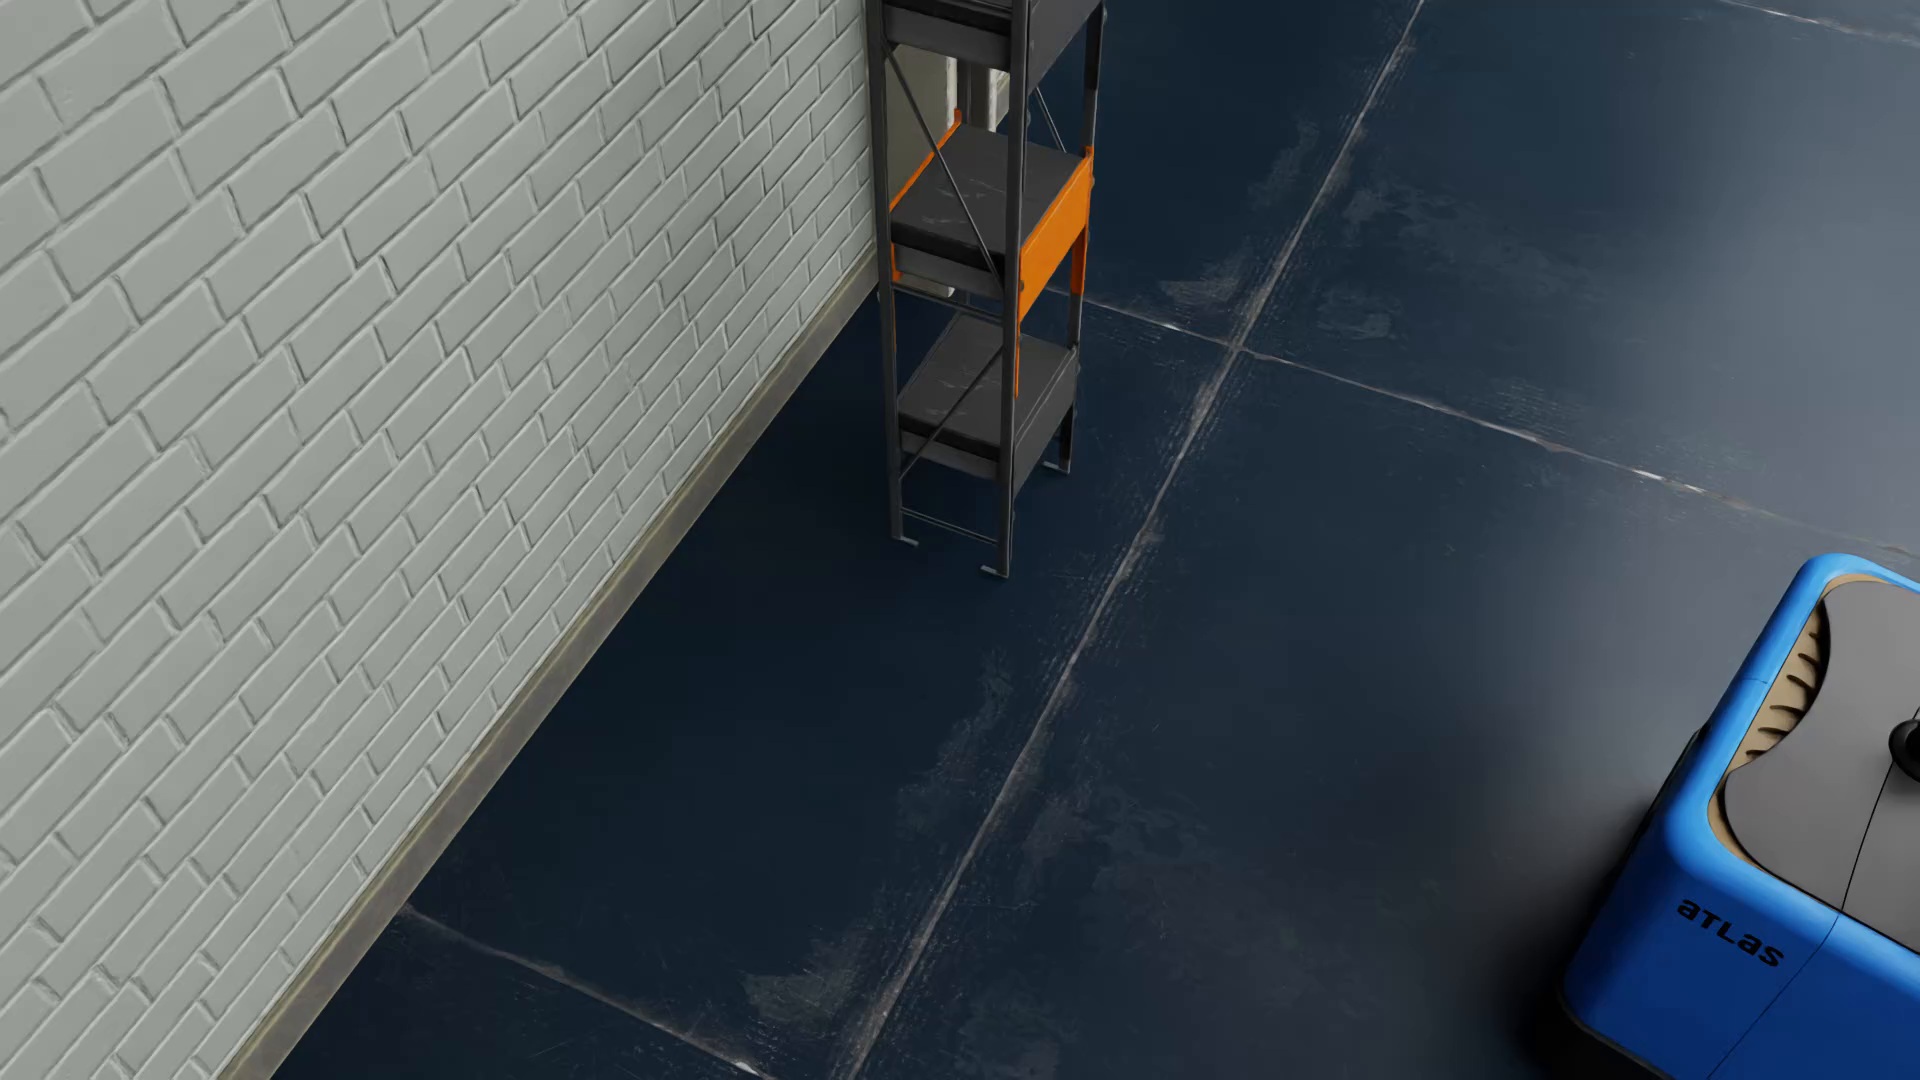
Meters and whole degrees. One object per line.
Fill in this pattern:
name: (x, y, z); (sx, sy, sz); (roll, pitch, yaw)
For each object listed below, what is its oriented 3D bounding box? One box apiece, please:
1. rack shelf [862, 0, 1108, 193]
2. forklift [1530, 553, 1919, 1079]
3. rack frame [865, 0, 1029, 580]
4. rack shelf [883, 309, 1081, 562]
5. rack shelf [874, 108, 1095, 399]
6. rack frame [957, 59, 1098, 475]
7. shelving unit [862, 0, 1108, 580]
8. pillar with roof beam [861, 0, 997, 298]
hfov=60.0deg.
rack shelf: (0.071, -1.239, 4.025); (0.431, 0.518, 0.480); (20, 52, 16)
forklift: (2.891, 0.723, 2.710); (3.031, 2.935, 1.130); (30, 56, 23)
rack frame: (-0.034, -0.626, 4.404); (0.400, 2.100, 0.015); (20, 52, 16)
rack shelf: (0.071, -0.332, 5.091); (0.431, 0.518, 0.480); (20, 52, 16)
rack shelf: (0.071, -0.786, 4.558); (0.431, 0.518, 0.480); (20, 52, 16)
rack frame: (0.175, -0.962, 4.690); (0.400, 2.100, 0.015); (20, 52, 16)
shelving unit: (0.071, -0.794, 4.547); (0.431, 2.100, 0.503); (20, 52, 16)
pillar with roof beam: (3.797, -2.574, 1.532); (9.100, 9.000, 0.400); (20, 52, 16)
